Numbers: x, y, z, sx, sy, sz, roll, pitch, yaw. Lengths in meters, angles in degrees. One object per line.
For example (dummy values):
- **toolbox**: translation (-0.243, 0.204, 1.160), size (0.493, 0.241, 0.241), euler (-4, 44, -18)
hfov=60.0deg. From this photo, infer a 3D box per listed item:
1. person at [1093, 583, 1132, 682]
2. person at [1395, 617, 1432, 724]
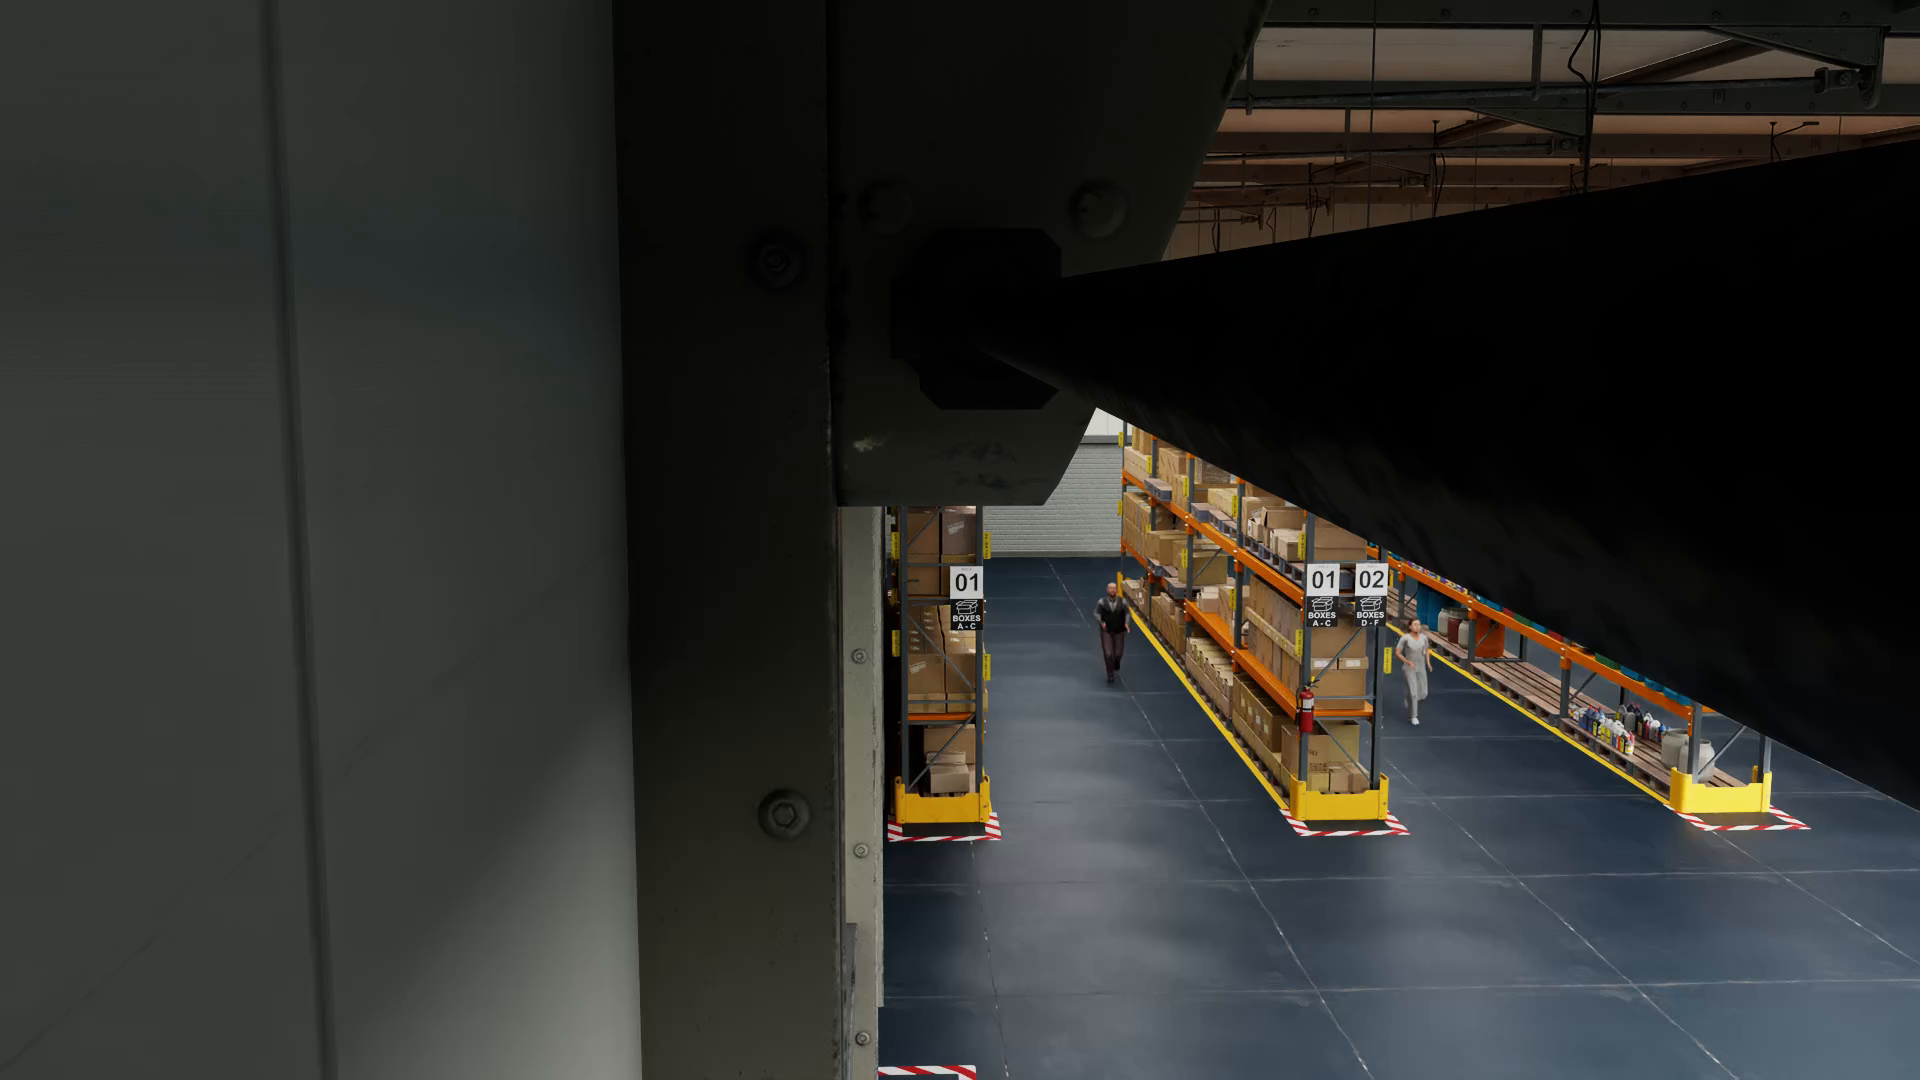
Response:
- **person**: translation (2.584, 1.557, 28.194), size (0.661, 1.682, 0.585), euler (0, 8, 2)
- **person**: translation (6.919, 1.977, 25.395), size (0.566, 1.630, 0.572), euler (-1, 8, -9)
